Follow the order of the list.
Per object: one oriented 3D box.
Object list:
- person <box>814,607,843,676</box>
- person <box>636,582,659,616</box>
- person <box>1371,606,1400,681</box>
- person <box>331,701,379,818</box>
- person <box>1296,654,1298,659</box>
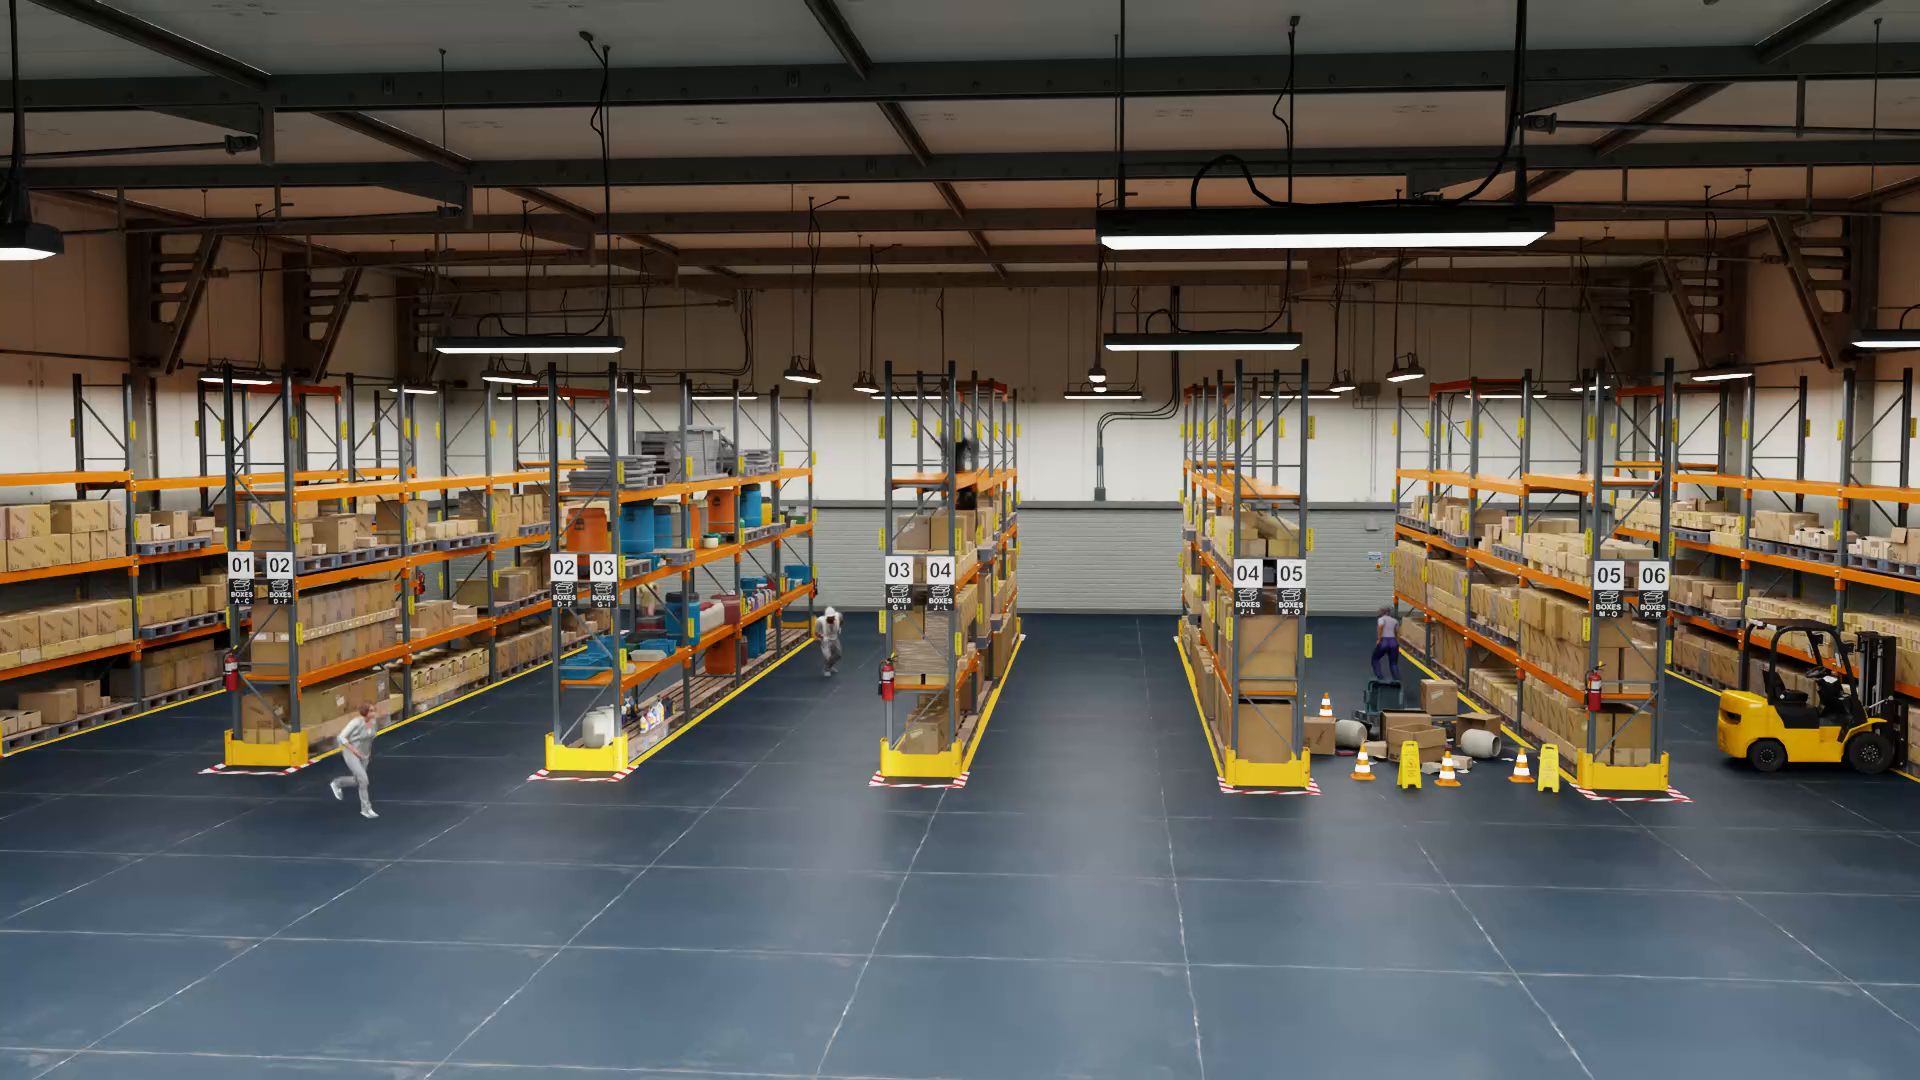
[{"bbox_3d":[-2.648,2.055,33.684,0.717,1.477,0.969,-2,4,-29],"label":"person"},{"bbox_3d":[-7.383,1.585,39.237,0.535,1.721,0.824,0,4,-4],"label":"person"},{"bbox_3d":[8.297,2.088,32.261,0.532,1.600,0.904,0,4,-7],"label":"person"},{"bbox_3d":[-7.896,2.894,21.600,0.824,1.441,0.539,2,4,32],"label":"person"},{"bbox_3d":[7.185,1.785,36.267,0.601,1.650,0.953,0,4,-7],"label":"person"}]
